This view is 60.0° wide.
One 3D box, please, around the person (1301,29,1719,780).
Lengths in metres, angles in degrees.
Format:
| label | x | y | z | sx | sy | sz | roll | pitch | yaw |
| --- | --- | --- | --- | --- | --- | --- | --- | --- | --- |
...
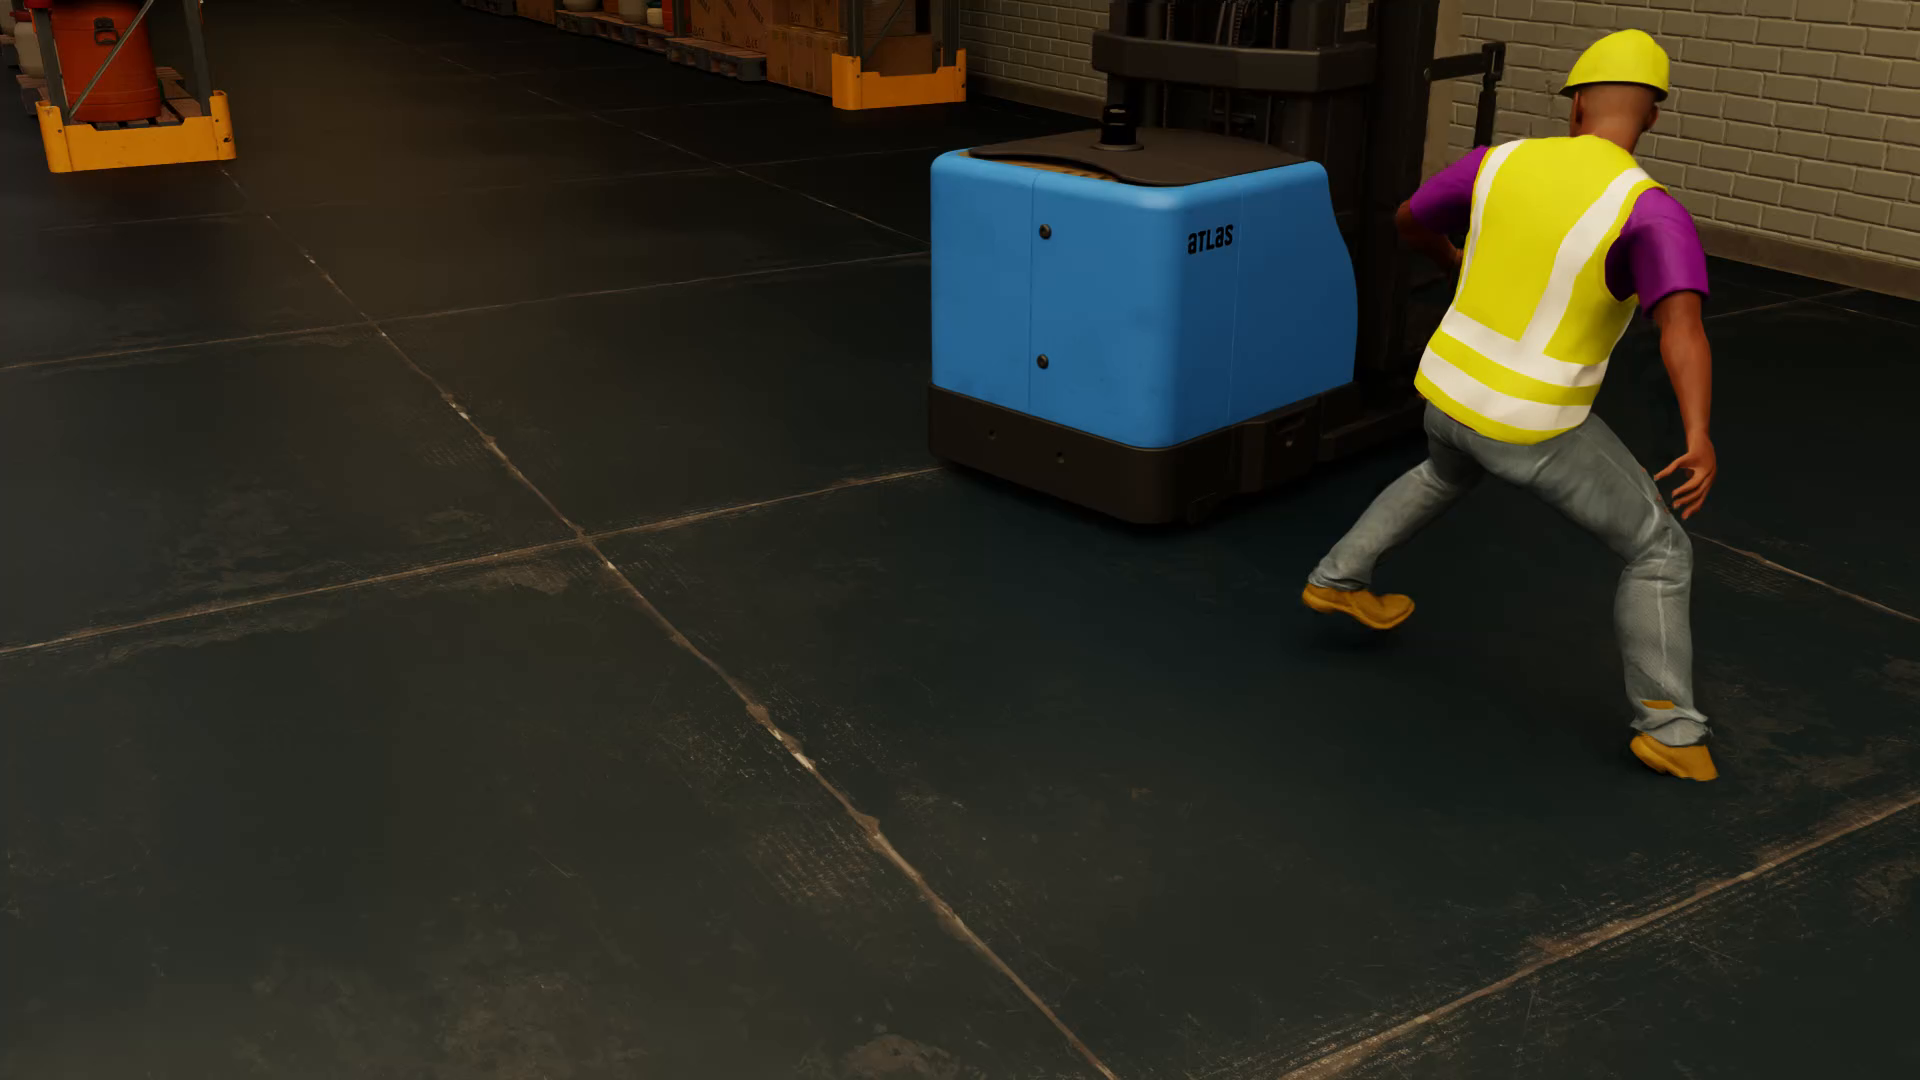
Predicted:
| label | x | y | z | sx | sy | sz | roll | pitch | yaw |
| --- | --- | --- | --- | --- | --- | --- | --- | --- | --- |
| person | 1.373 | -0.285 | 3.845 | 0.547 | 1.705 | 1.194 | -10 | 24 | -23 |

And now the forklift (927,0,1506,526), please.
| label | x | y | z | sx | sy | sz | roll | pitch | yaw |
| --- | --- | --- | --- | --- | --- | --- | --- | --- | --- |
| forklift | 1.297 | -1.863 | 5.813 | 3.031 | 2.935 | 1.130 | -20 | 30 | -40 |
